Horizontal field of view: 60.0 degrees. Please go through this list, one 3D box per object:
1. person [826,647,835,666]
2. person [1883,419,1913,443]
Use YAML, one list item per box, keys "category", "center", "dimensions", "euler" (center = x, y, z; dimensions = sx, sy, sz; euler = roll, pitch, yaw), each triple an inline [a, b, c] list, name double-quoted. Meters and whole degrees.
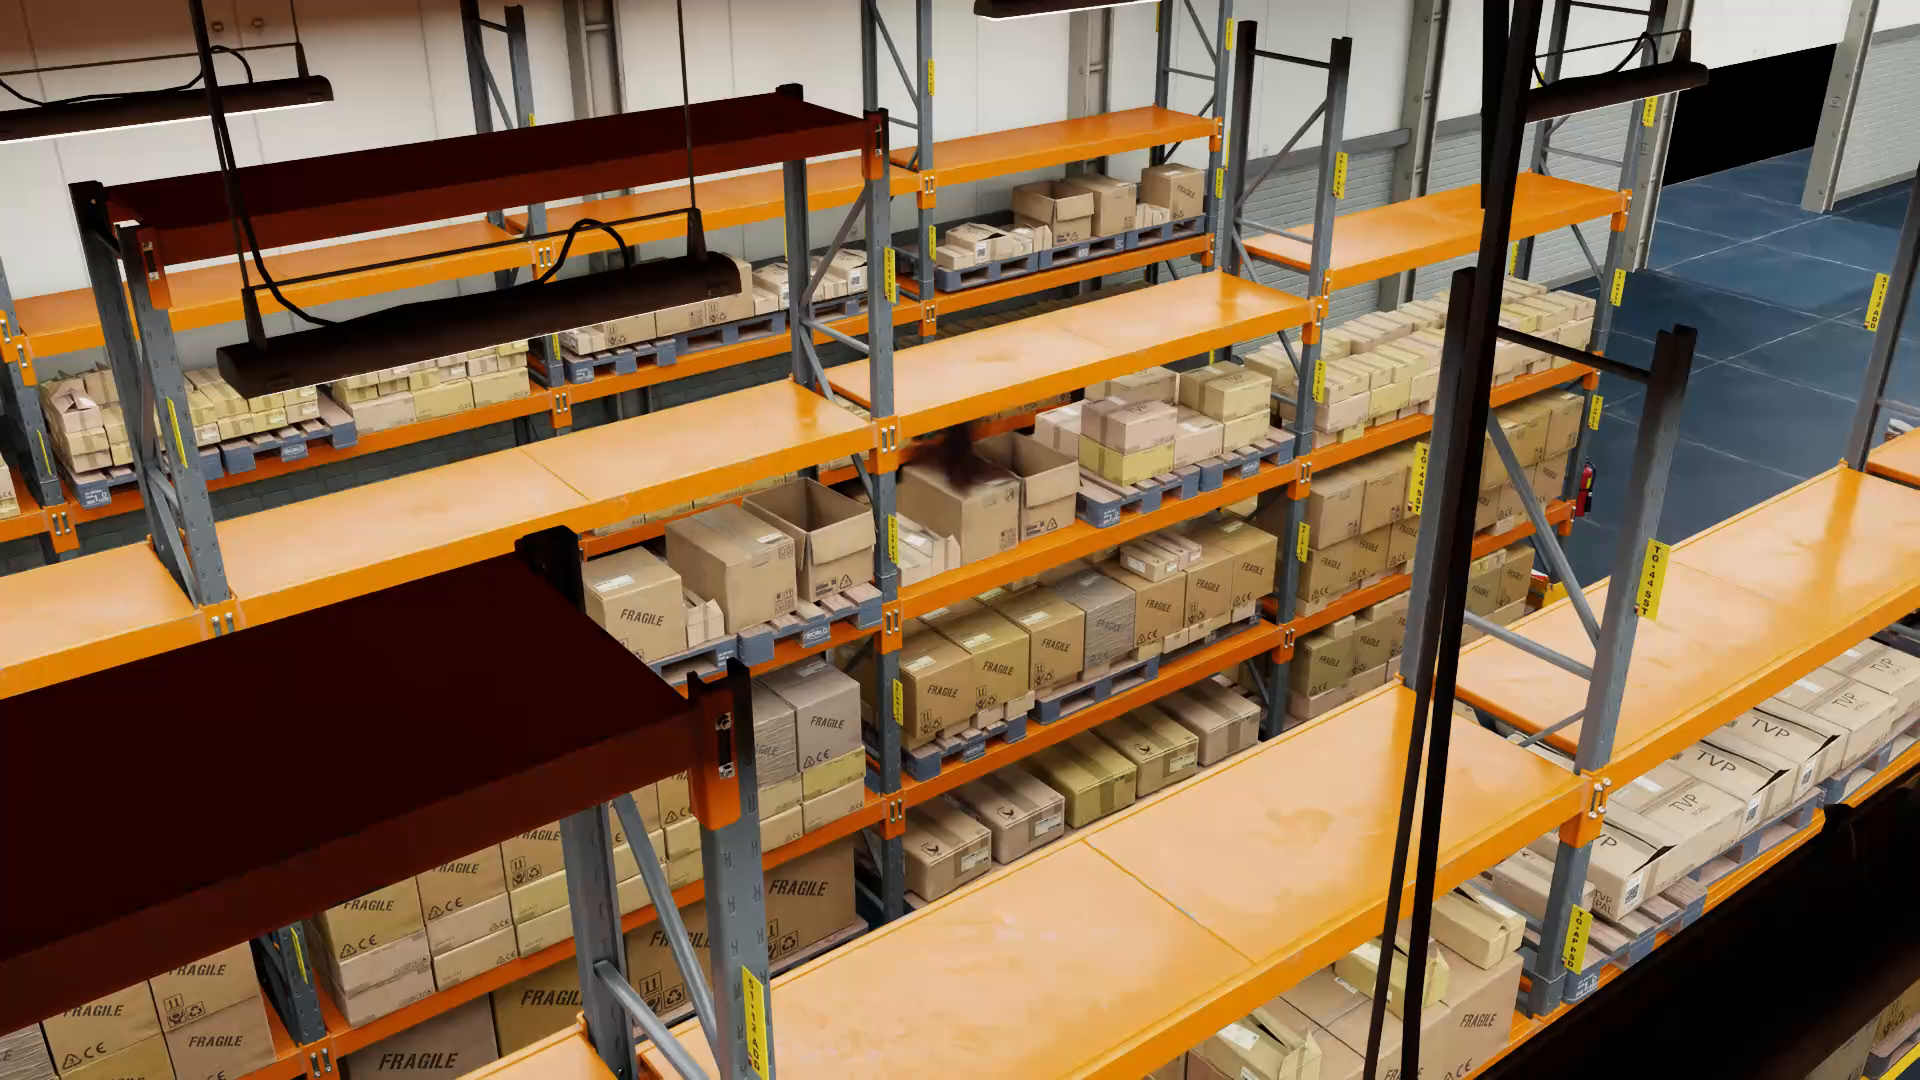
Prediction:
- category: "person"
  center: [-1.146, 0.887, 13.774]
  dimensions: [0.711, 1.847, 0.525]
  euler: [17, 31, 31]
- category: "person"
  center: [9.487, -0.418, 17.067]
  dimensions: [0.476, 1.685, 0.369]
  euler: [-21, 33, -36]
